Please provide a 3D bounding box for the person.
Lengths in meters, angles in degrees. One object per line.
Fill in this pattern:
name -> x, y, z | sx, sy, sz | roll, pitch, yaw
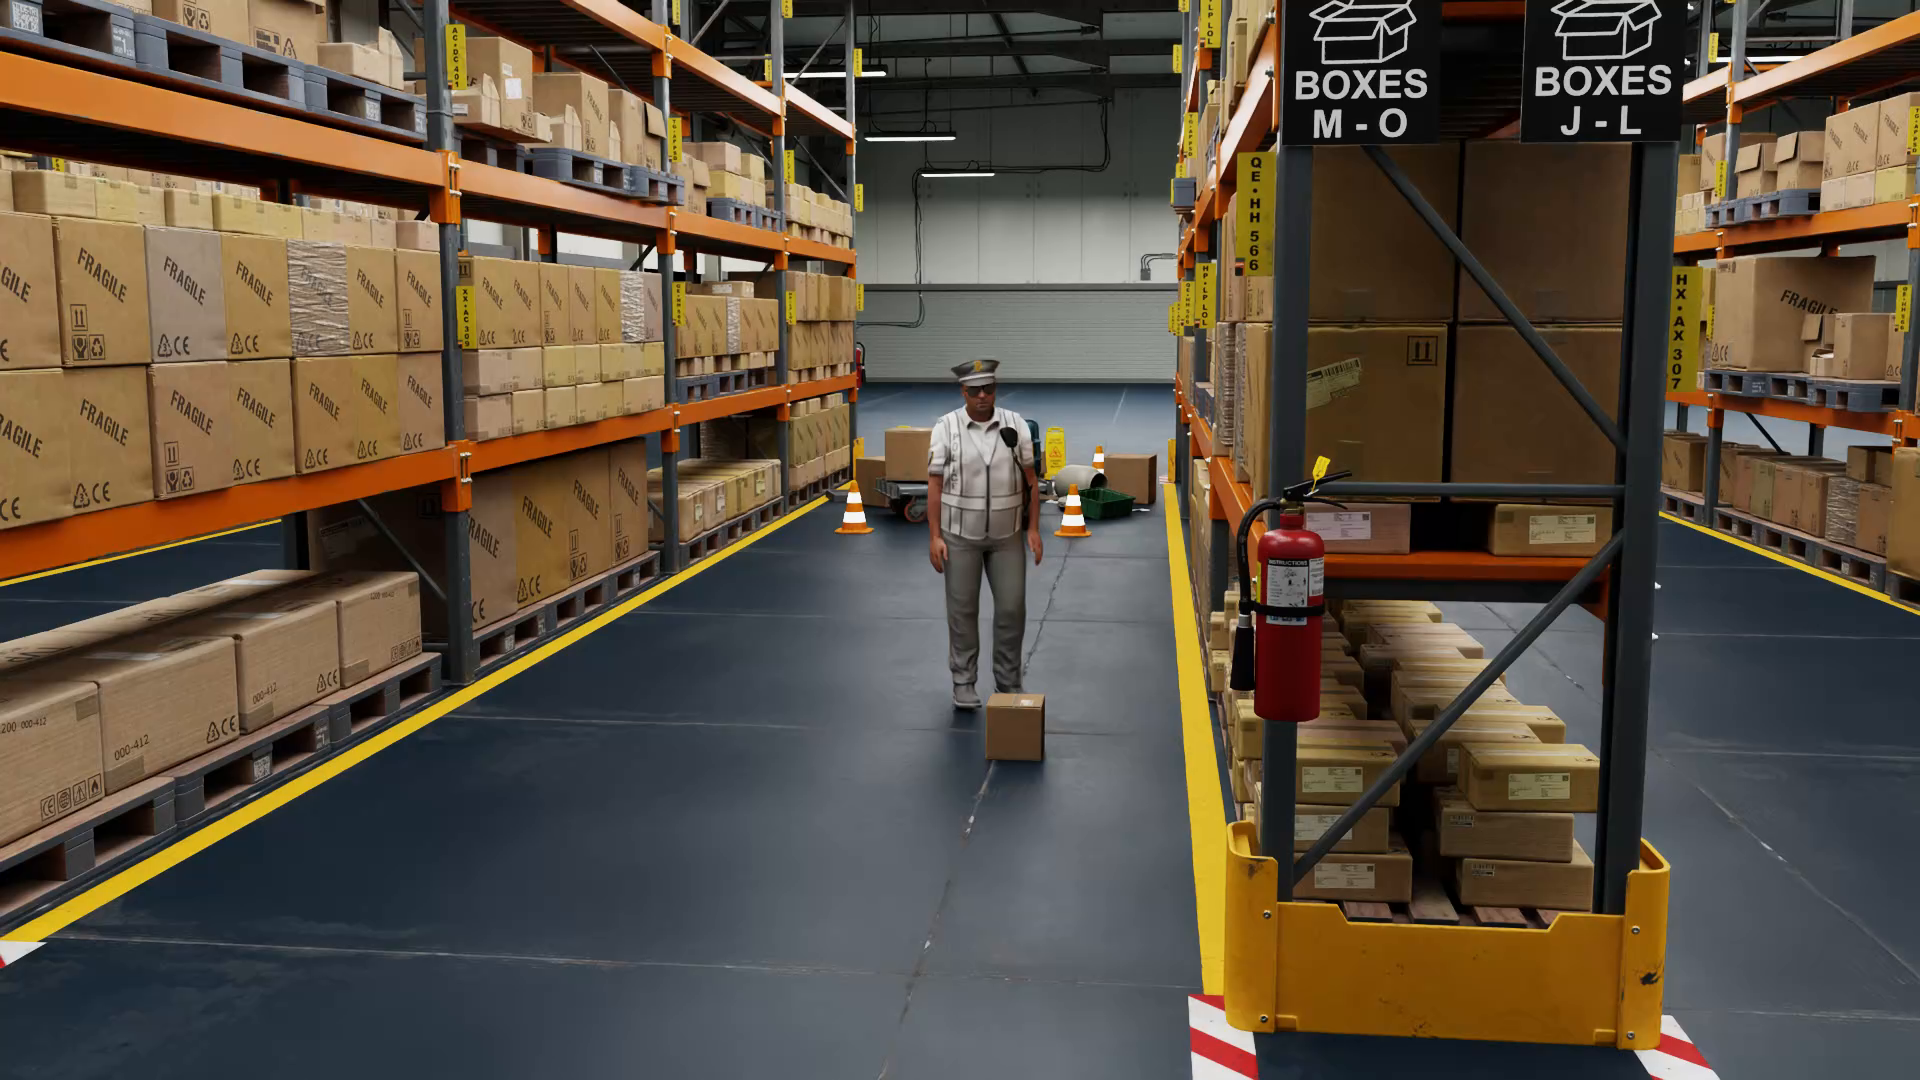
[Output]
person -> 0.125, -0.003, 8.353 | 0.579, 1.813, 0.408 | -1, 8, -8
